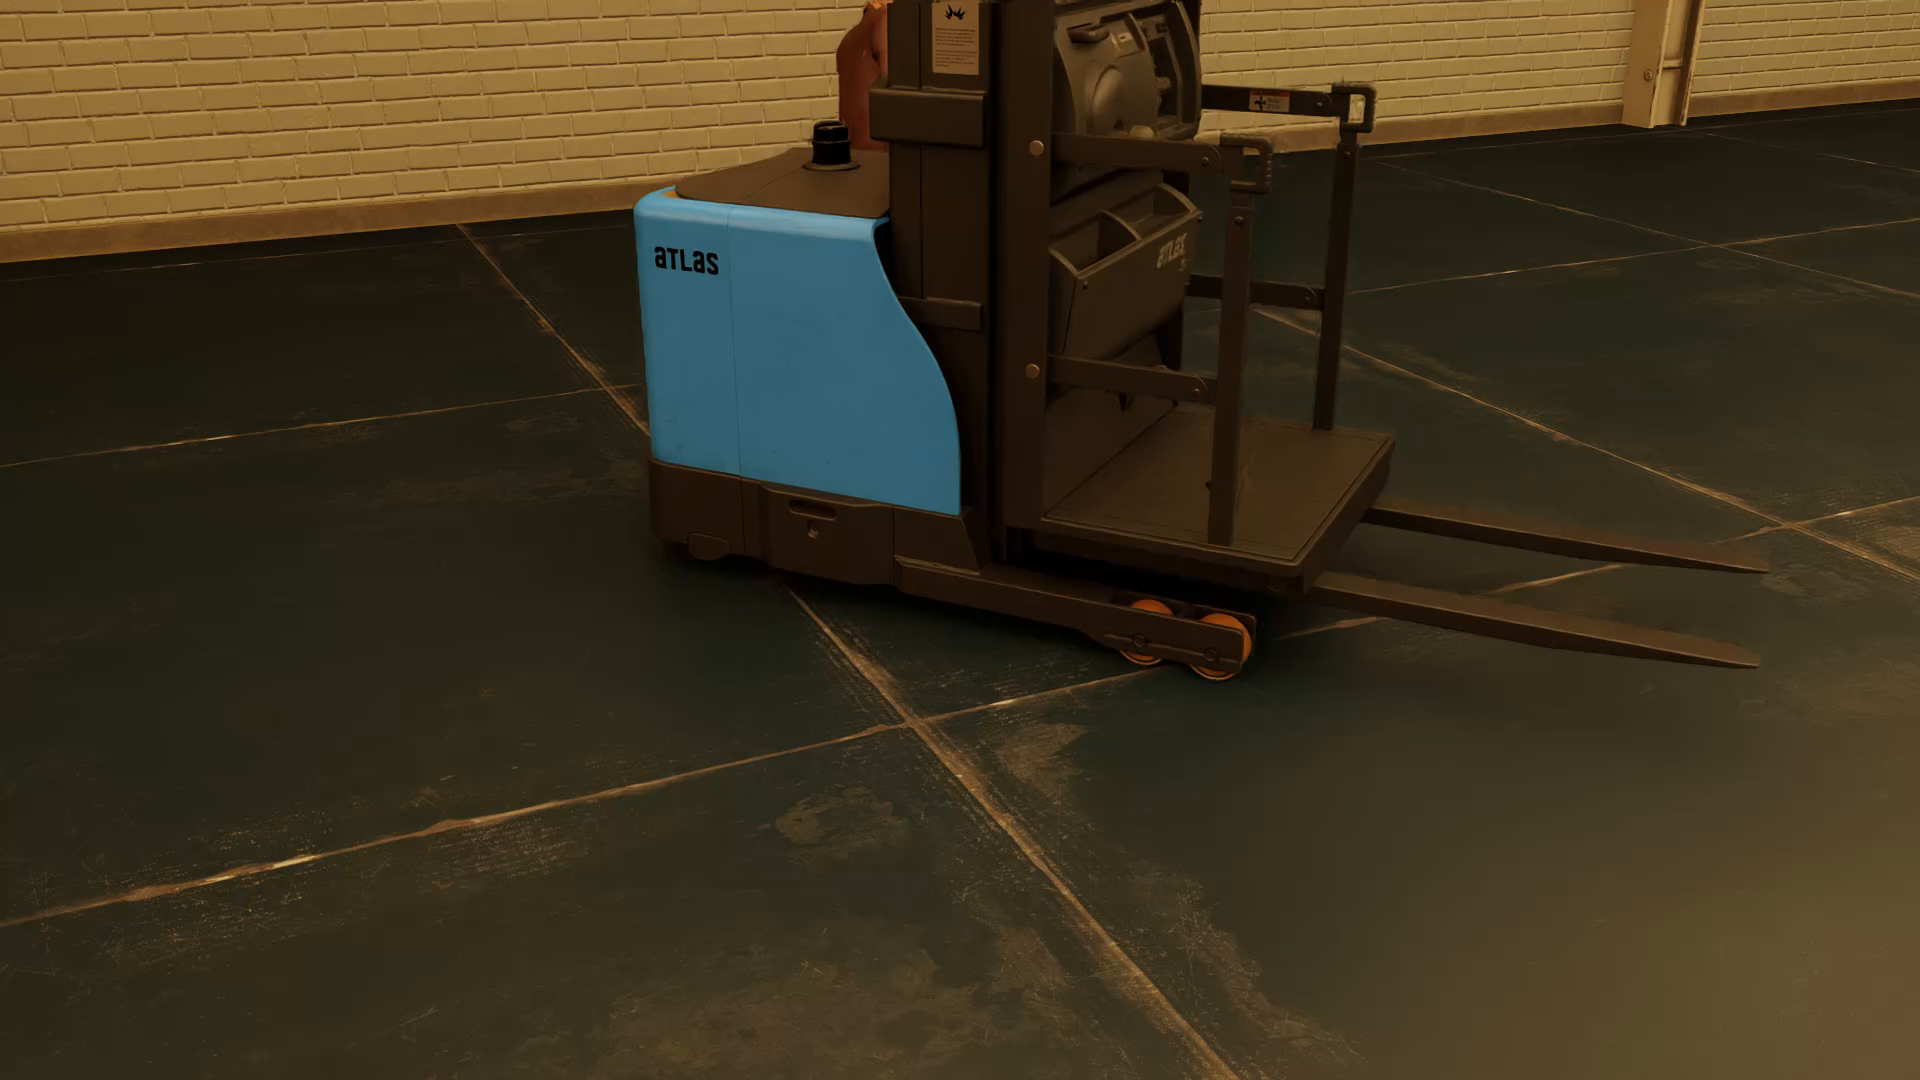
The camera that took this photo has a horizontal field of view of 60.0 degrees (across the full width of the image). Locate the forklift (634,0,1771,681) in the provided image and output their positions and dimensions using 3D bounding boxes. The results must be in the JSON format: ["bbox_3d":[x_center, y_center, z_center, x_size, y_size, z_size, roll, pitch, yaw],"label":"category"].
[{"bbox_3d":[0.629,-1.228,4.242,3.031,2.935,1.130,11,25,24],"label":"forklift"}]

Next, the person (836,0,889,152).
[{"bbox_3d":[-0.222,-1.736,7.329,0.740,1.547,0.818,-20,30,-40],"label":"person"}]
